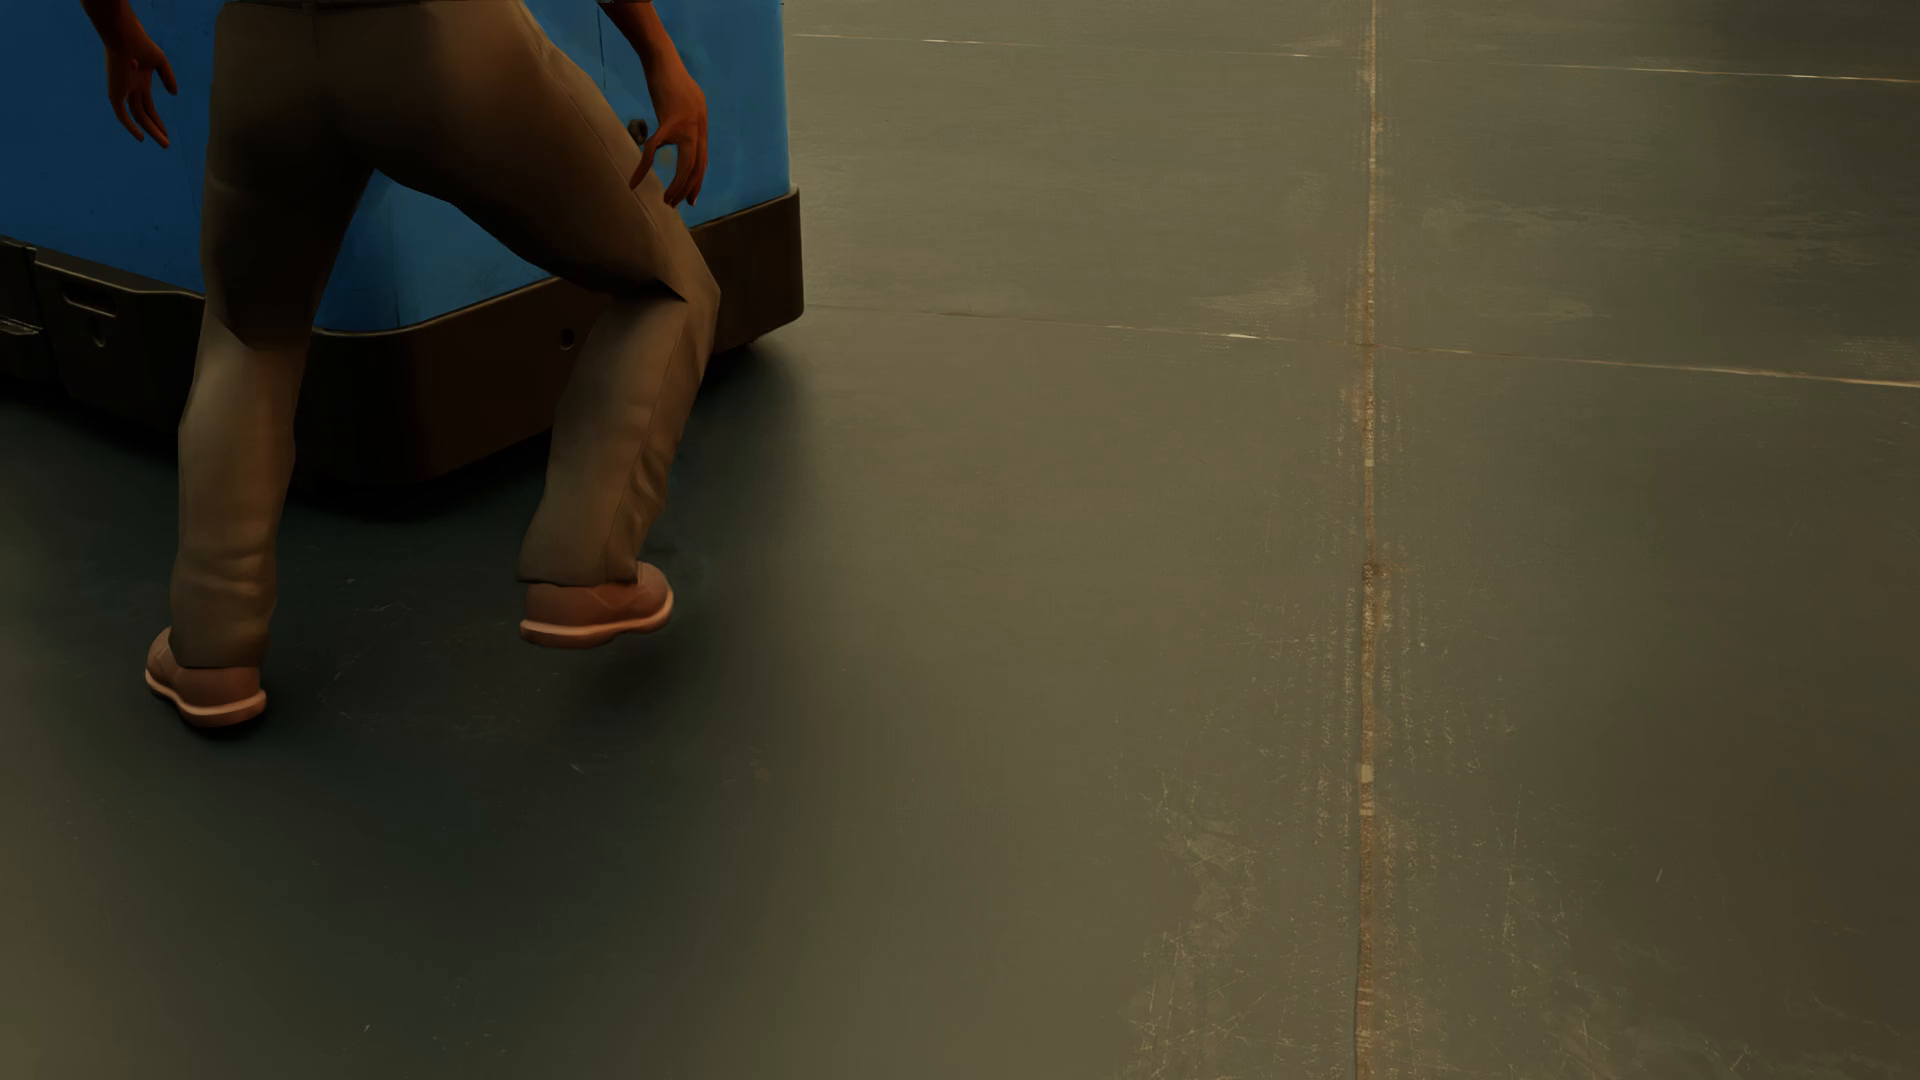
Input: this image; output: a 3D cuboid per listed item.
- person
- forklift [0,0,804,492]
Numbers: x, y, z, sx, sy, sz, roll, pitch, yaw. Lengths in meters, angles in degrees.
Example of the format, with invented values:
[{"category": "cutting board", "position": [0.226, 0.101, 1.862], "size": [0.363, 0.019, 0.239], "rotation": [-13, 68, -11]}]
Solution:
[{"category": "person", "position": [-0.661, -0.536, 1.859], "size": [0.835, 1.566, 0.540], "rotation": [7, 28, 13]}, {"category": "forklift", "position": [-1.812, -1.879, 2.971], "size": [3.031, 2.935, 1.130], "rotation": [17, 31, 30]}]
